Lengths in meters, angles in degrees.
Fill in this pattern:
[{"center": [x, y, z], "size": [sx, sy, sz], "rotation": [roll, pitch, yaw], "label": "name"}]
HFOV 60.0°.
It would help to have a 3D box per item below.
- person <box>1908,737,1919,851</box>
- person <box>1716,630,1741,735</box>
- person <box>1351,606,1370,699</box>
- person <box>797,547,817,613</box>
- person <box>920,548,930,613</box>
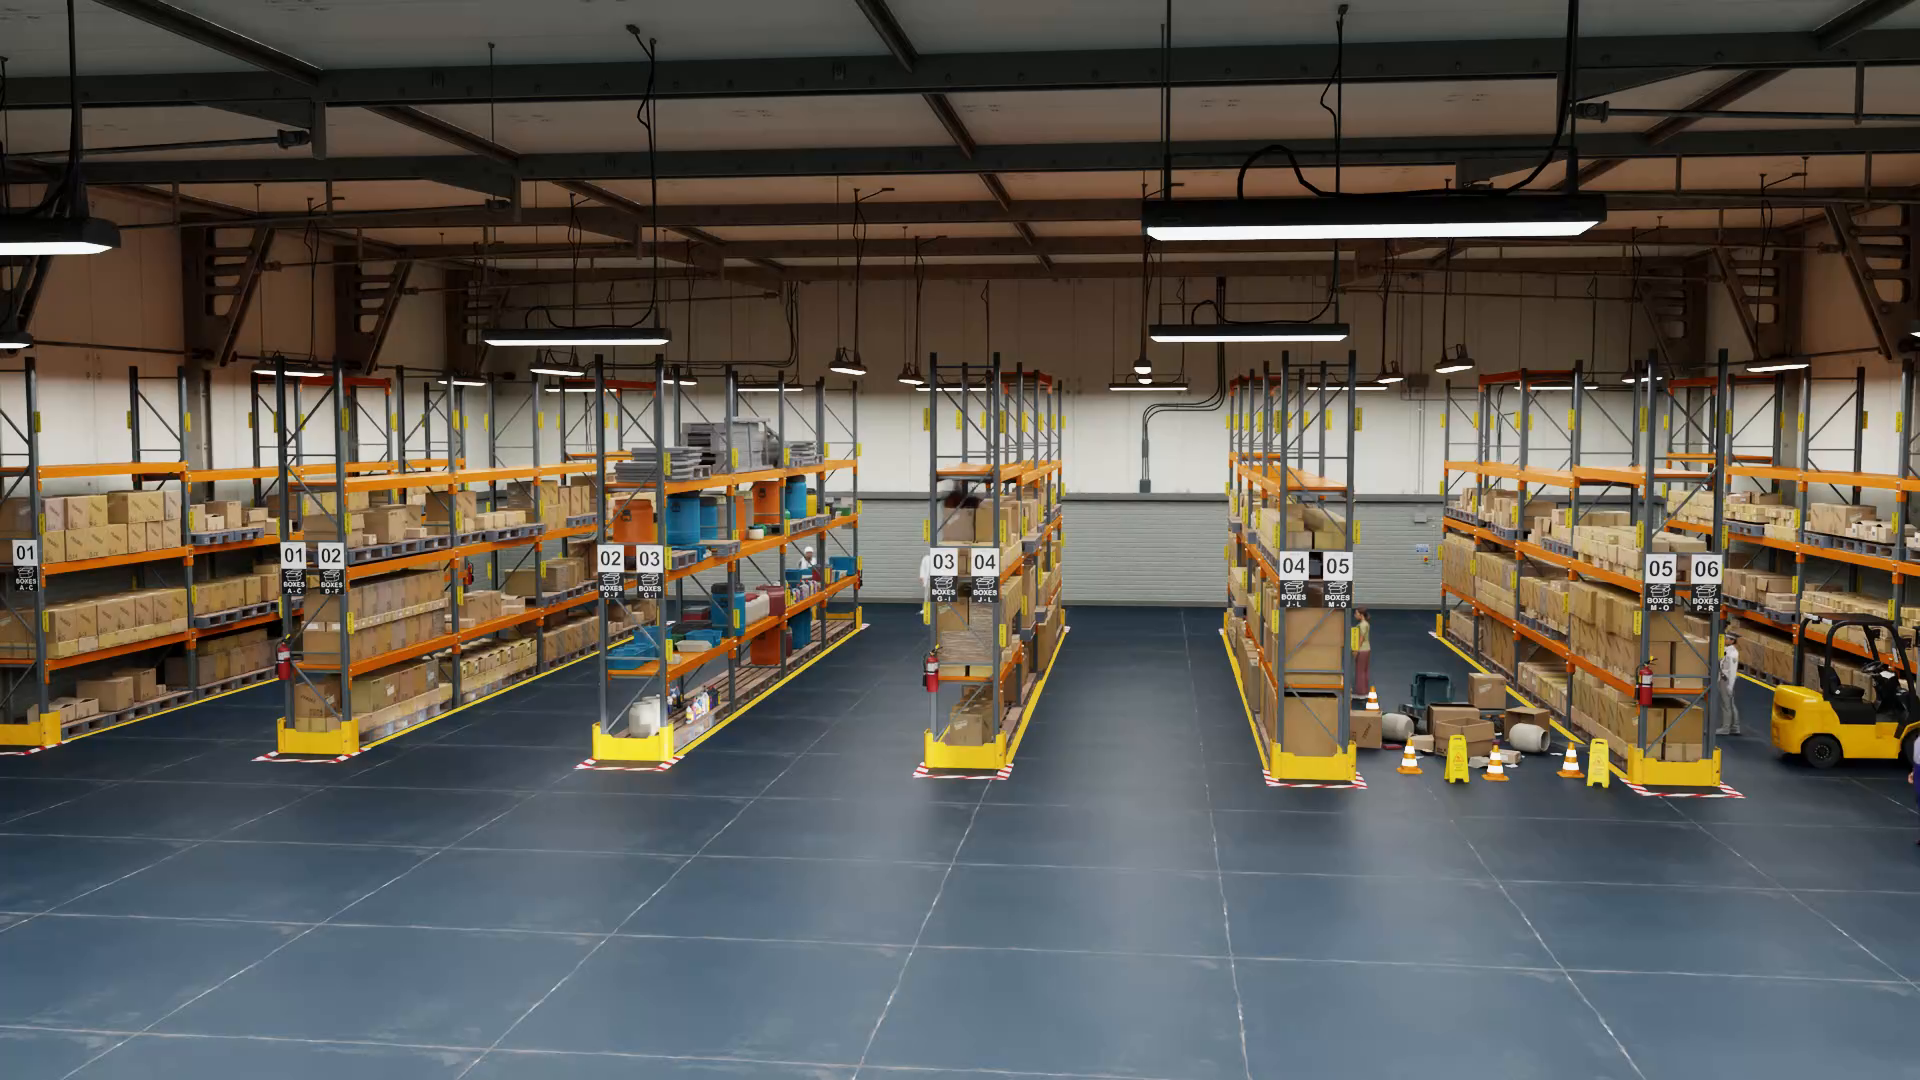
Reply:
[{"center": [11.402, 2.807, 19.560], "size": [0.476, 1.675, 0.492], "rotation": [-1, 4, -18], "label": "person"}, {"center": [12.327, 2.278, 26.708], "size": [0.410, 1.694, 0.513], "rotation": [3, 5, 32], "label": "person"}, {"center": [7.242, 2.033, 30.084], "size": [0.364, 1.683, 0.459], "rotation": [2, 4, 25], "label": "person"}, {"center": [-3.917, 1.077, 43.172], "size": [0.686, 1.824, 0.810], "rotation": [1, 4, 8], "label": "person"}, {"center": [-0.728, 1.031, 43.679], "size": [0.666, 1.767, 0.567], "rotation": [2, 4, 20], "label": "person"}]
